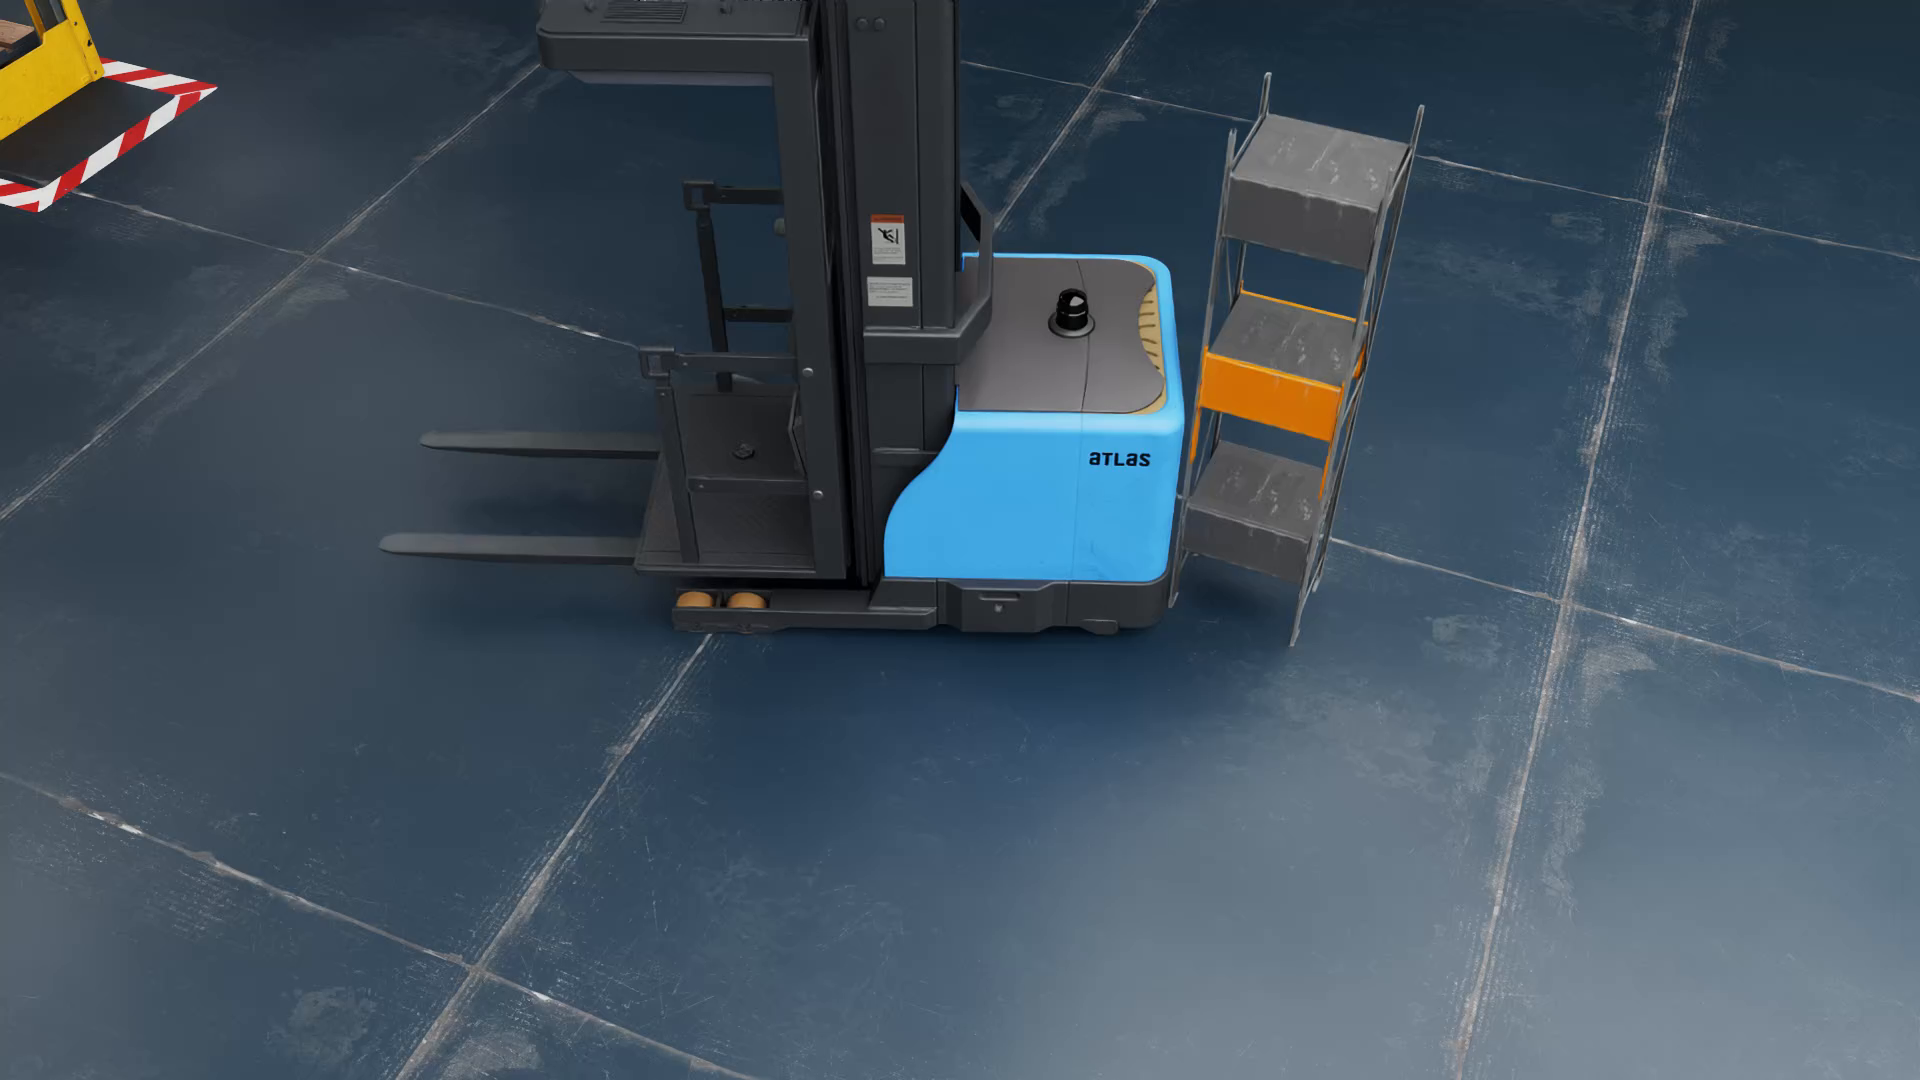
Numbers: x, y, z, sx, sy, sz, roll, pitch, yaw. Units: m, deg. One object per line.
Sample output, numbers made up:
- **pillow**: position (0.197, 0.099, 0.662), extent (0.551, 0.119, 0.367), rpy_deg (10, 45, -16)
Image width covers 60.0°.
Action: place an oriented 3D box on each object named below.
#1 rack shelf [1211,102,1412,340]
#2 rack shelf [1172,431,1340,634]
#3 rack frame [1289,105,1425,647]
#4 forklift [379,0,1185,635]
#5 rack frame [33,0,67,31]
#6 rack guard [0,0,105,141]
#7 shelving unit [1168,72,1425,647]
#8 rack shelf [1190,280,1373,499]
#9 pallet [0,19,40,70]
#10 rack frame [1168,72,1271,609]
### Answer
- **rack shelf**: position (1.120, -1.021, 5.314), extent (0.480, 0.518, 0.431), rpy_deg (17, 48, 17)
- **rack shelf**: position (1.121, -0.030, 6.303), extent (0.480, 0.518, 0.431), rpy_deg (17, 48, 17)
- **rack frame**: position (1.343, -0.465, 5.728), extent (0.015, 2.100, 0.400), rpy_deg (17, 48, 17)
- **forklift**: position (-0.717, -1.052, 5.729), extent (3.031, 2.935, 1.130), rpy_deg (1, 45, 1)
- **rack frame**: position (-5.127, -3.364, 8.004), extent (0.127, 3.000, 1.000), rpy_deg (16, 47, 16)
- **rack guard**: position (-5.197, -2.499, 8.907), extent (0.348, 0.500, 1.175), rpy_deg (16, 47, 16)
- **shelving unit**: position (1.120, -0.535, 5.799), extent (0.503, 2.100, 0.431), rpy_deg (17, 48, 17)
- **rack shelf**: position (1.120, -0.525, 5.808), extent (0.480, 0.518, 0.431), rpy_deg (17, 48, 17)
- **pallet**: position (-5.933, -2.640, 9.254), extent (1.213, 0.211, 1.003), rpy_deg (16, 47, 16)
- **rack frame**: position (0.897, -0.605, 5.869), extent (0.015, 2.100, 0.400), rpy_deg (17, 48, 17)
